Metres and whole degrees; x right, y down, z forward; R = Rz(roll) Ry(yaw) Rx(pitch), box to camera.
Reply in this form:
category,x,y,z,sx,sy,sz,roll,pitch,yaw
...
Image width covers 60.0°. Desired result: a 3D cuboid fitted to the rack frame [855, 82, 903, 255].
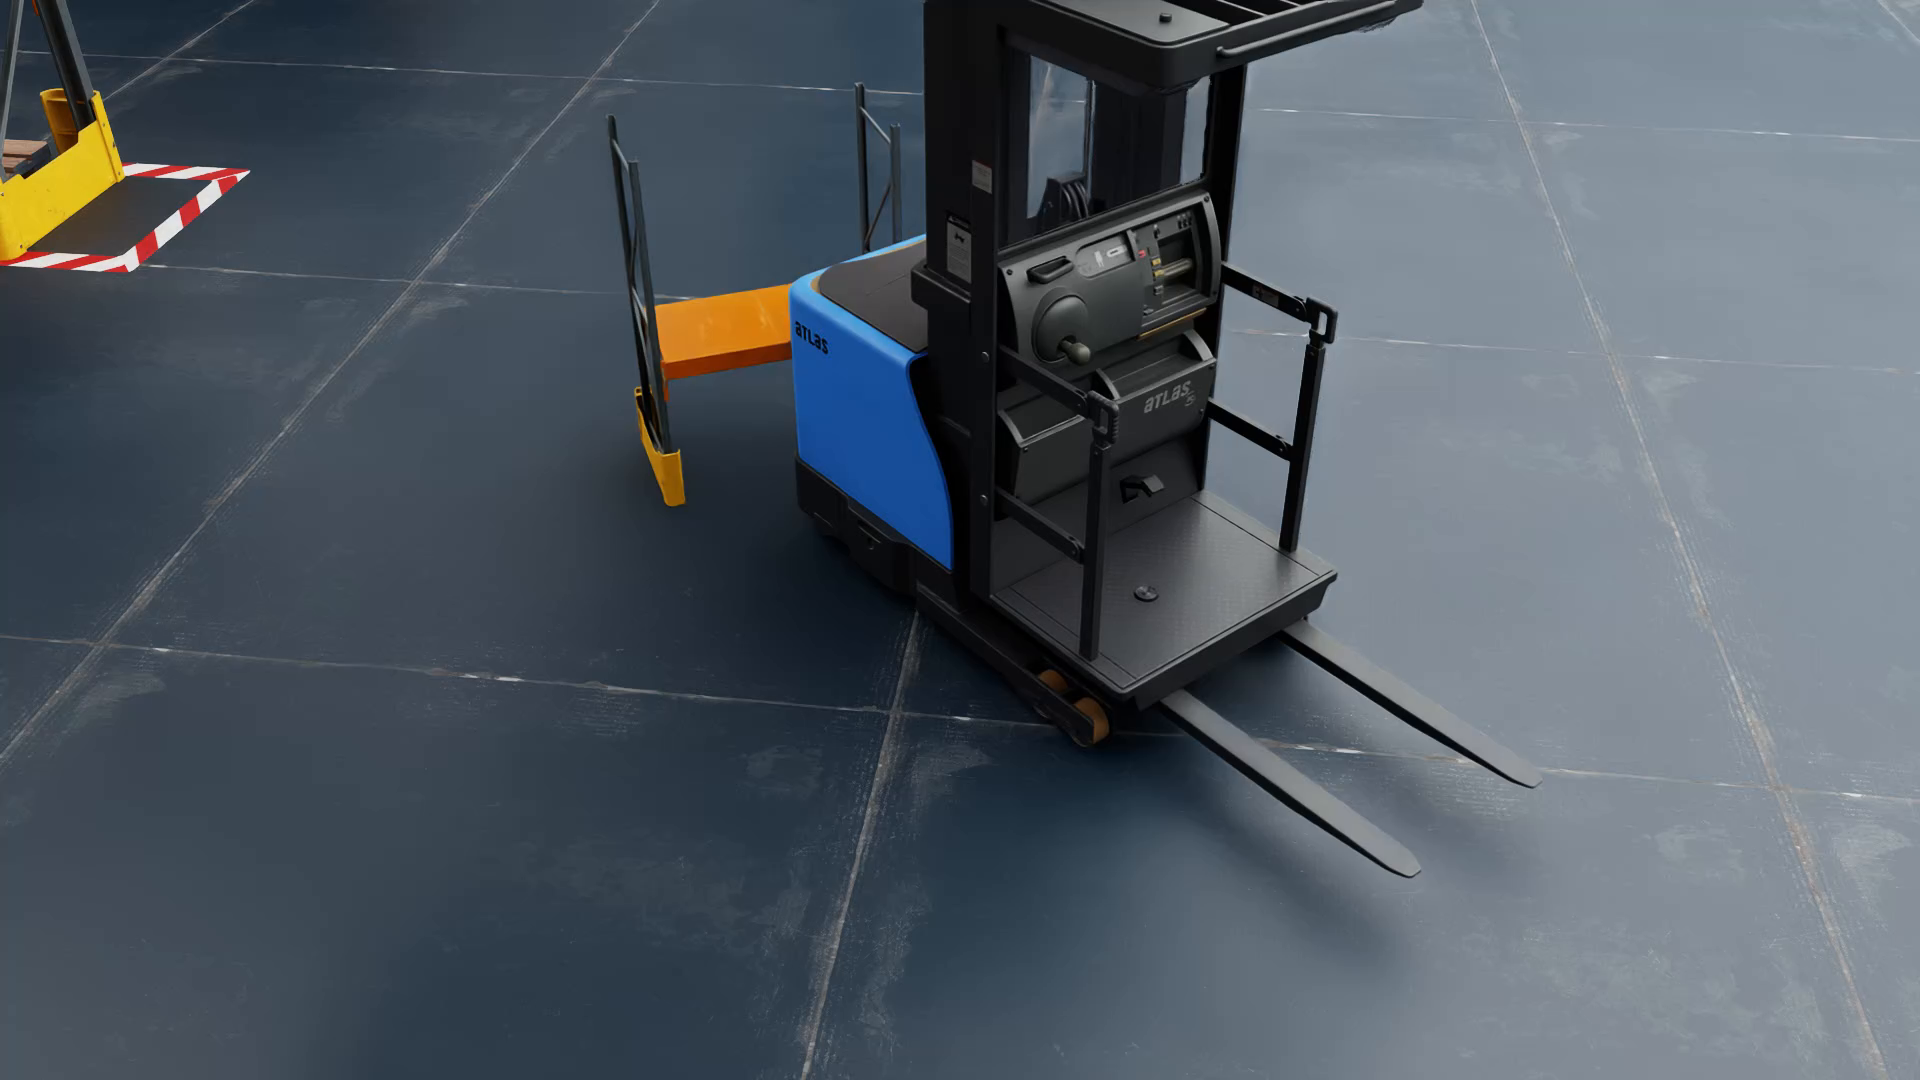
category,x,y,z,sx,sy,sz,roll,pitch,yaw
rack frame,-0.329,-1.117,7.025,0.032,1.500,0.500,-12,37,-16

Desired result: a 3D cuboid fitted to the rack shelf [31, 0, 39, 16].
category,x,y,z,sx,sy,sz,roll,pitch,yaw
rack shelf,-7.023,-2.924,8.884,4.000,0.370,1.077,4,36,6

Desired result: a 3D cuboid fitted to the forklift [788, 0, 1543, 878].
category,x,y,z,sx,sy,sz,roll,pitch,yaw
forklift,0.649,-0.810,5.362,1.130,2.935,3.031,-25,43,-31

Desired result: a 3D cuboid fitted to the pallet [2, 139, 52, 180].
category,x,y,z,sx,sy,sz,roll,pitch,yaw
pallet,-5.925,-1.975,9.336,1.213,0.211,1.003,4,36,6

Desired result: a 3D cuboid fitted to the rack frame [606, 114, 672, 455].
category,x,y,z,sx,sy,sz,roll,pitch,yaw
rack frame,-1.285,-0.917,6.743,0.032,1.500,0.500,-12,37,-16

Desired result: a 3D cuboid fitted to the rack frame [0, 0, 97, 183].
category,x,y,z,sx,sy,sz,roll,pitch,yaw
rack frame,-5.039,-3.069,8.468,0.127,3.000,1.000,4,36,6

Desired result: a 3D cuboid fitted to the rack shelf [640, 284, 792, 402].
category,x,y,z,sx,sy,sz,roll,pitch,yaw
rack shelf,-0.807,-0.871,6.988,1.000,0.185,0.538,-12,37,-16

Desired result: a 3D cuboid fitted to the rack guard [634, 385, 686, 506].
category,x,y,z,sx,sy,sz,roll,pitch,yaw
rack guard,-1.284,-0.408,7.107,0.087,0.250,0.587,-12,37,-16

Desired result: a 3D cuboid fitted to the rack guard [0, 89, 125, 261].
category,x,y,z,sx,sy,sz,roll,pitch,yaw
rack guard,-5.120,-2.030,9.164,0.348,0.500,1.175,4,36,6

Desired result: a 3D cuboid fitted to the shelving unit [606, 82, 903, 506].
category,x,y,z,sx,sy,sz,roll,pitch,yaw
shelving unit,-0.816,-1.015,6.881,1.083,1.500,0.587,-12,37,-16
